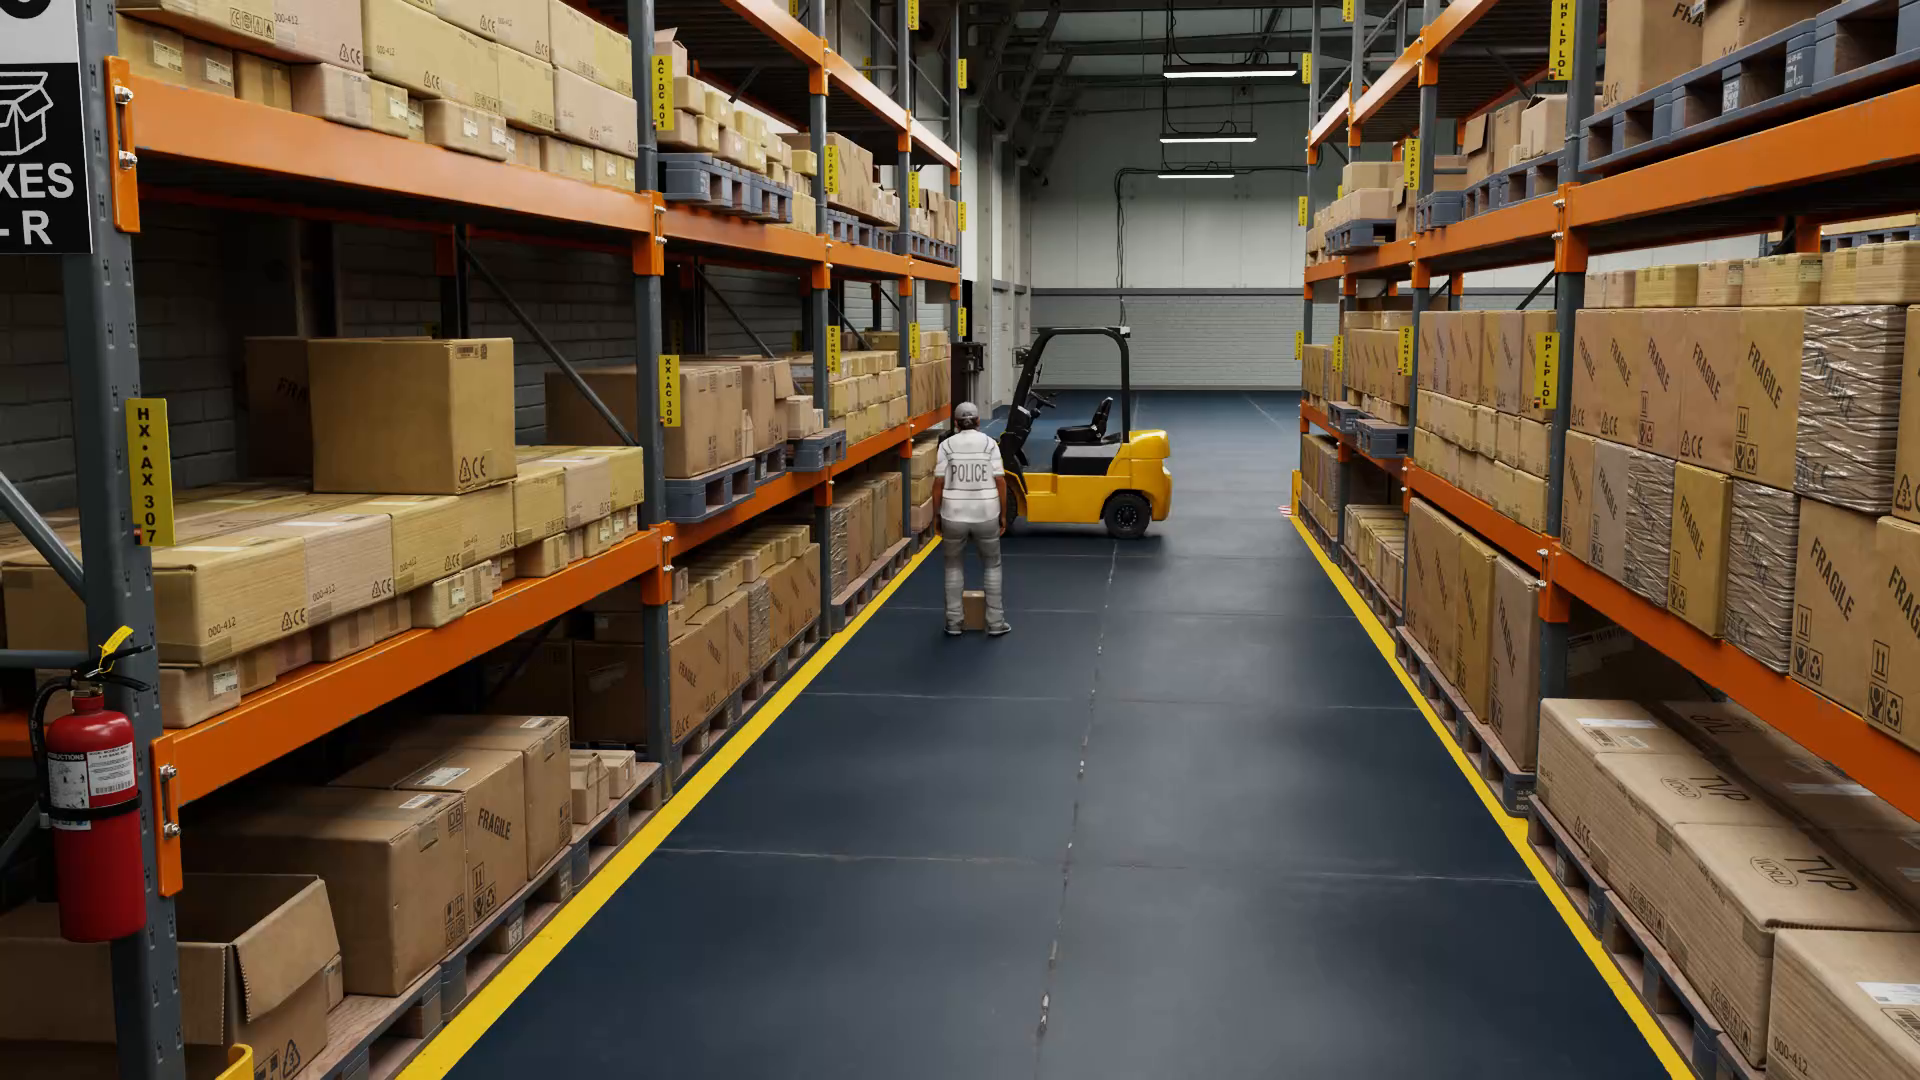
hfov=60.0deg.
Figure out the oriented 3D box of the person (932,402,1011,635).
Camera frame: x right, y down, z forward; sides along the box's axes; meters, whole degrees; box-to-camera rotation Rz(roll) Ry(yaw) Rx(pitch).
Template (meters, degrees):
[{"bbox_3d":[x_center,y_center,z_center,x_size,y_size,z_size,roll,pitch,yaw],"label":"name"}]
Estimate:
[{"bbox_3d":[0.085,-0.152,11.898,0.566,1.667,0.465,0,8,1],"label":"person"}]
